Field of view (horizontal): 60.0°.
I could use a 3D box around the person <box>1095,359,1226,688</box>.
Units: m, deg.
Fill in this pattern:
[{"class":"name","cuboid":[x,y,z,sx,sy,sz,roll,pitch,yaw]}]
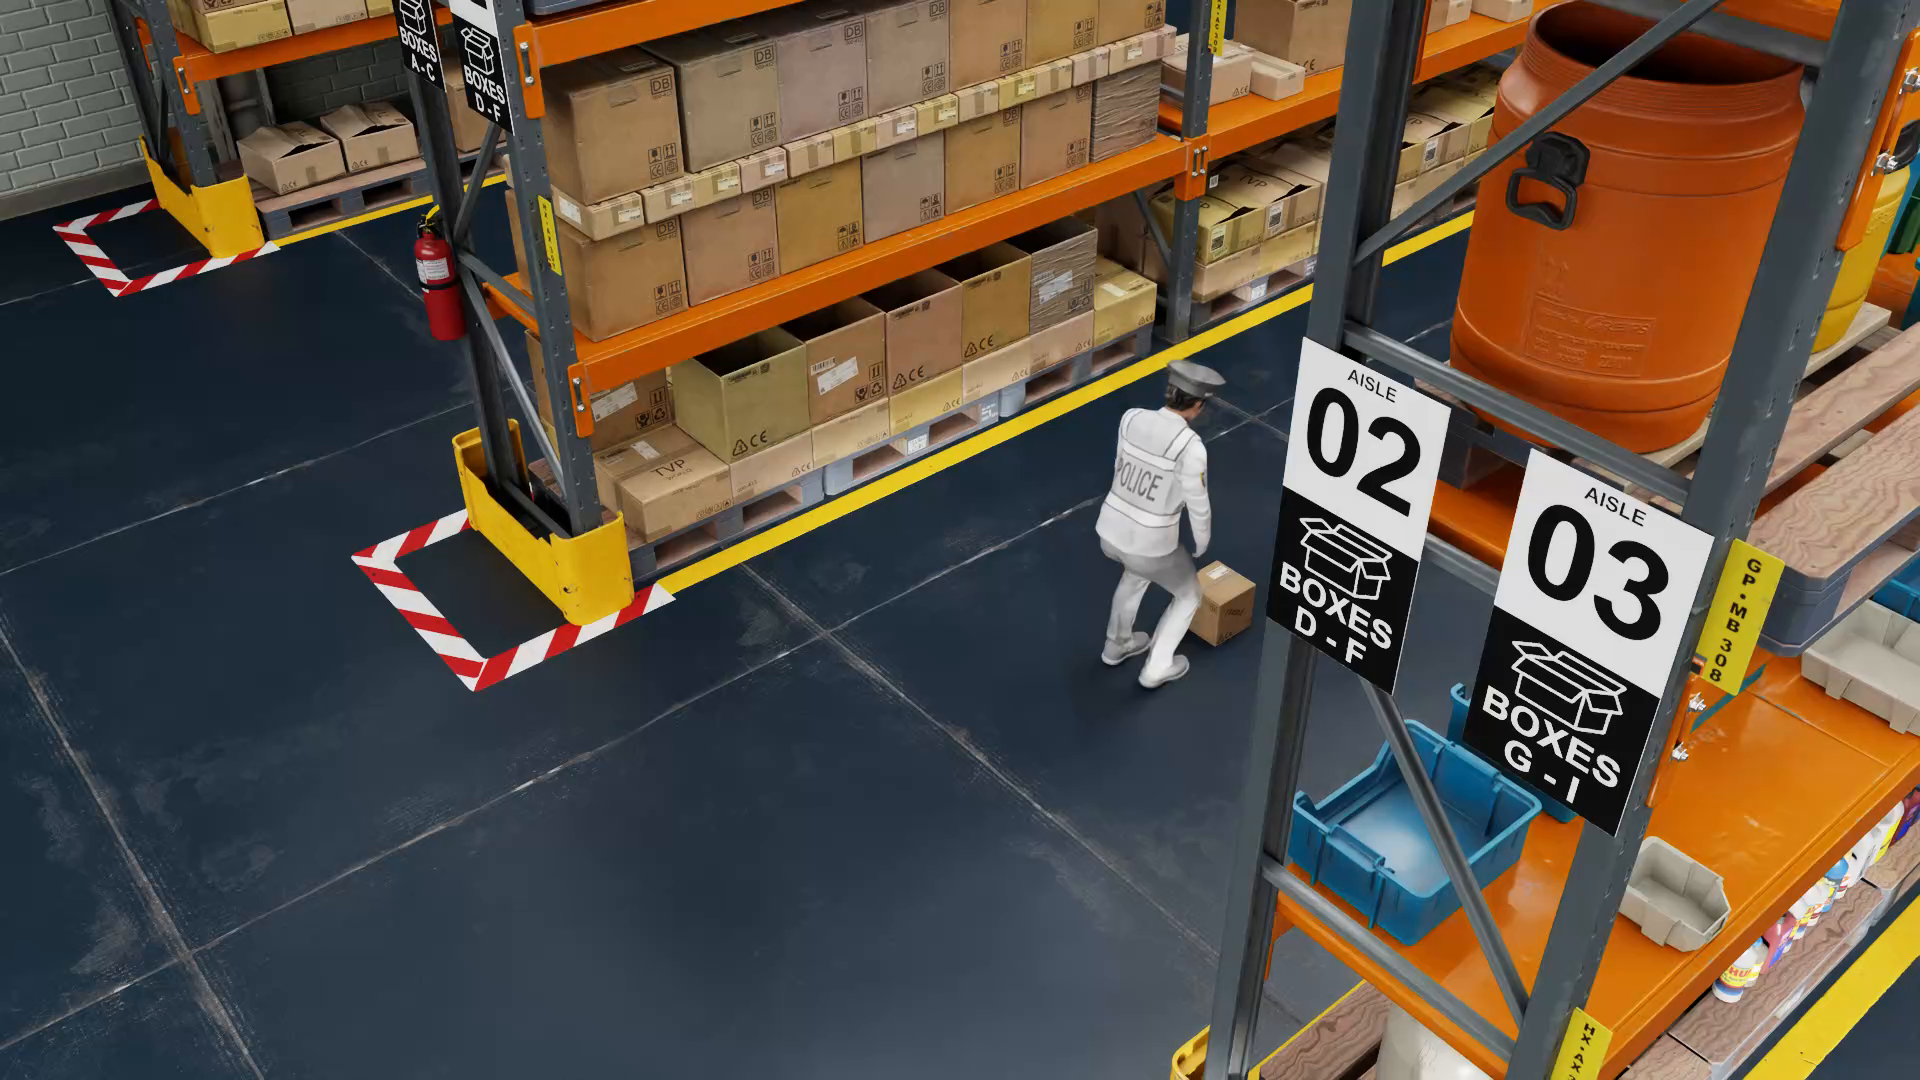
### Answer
[{"class":"person","cuboid":[0.856,-0.062,7.292,0.591,1.522,0.526,-26,43,-31]}]
